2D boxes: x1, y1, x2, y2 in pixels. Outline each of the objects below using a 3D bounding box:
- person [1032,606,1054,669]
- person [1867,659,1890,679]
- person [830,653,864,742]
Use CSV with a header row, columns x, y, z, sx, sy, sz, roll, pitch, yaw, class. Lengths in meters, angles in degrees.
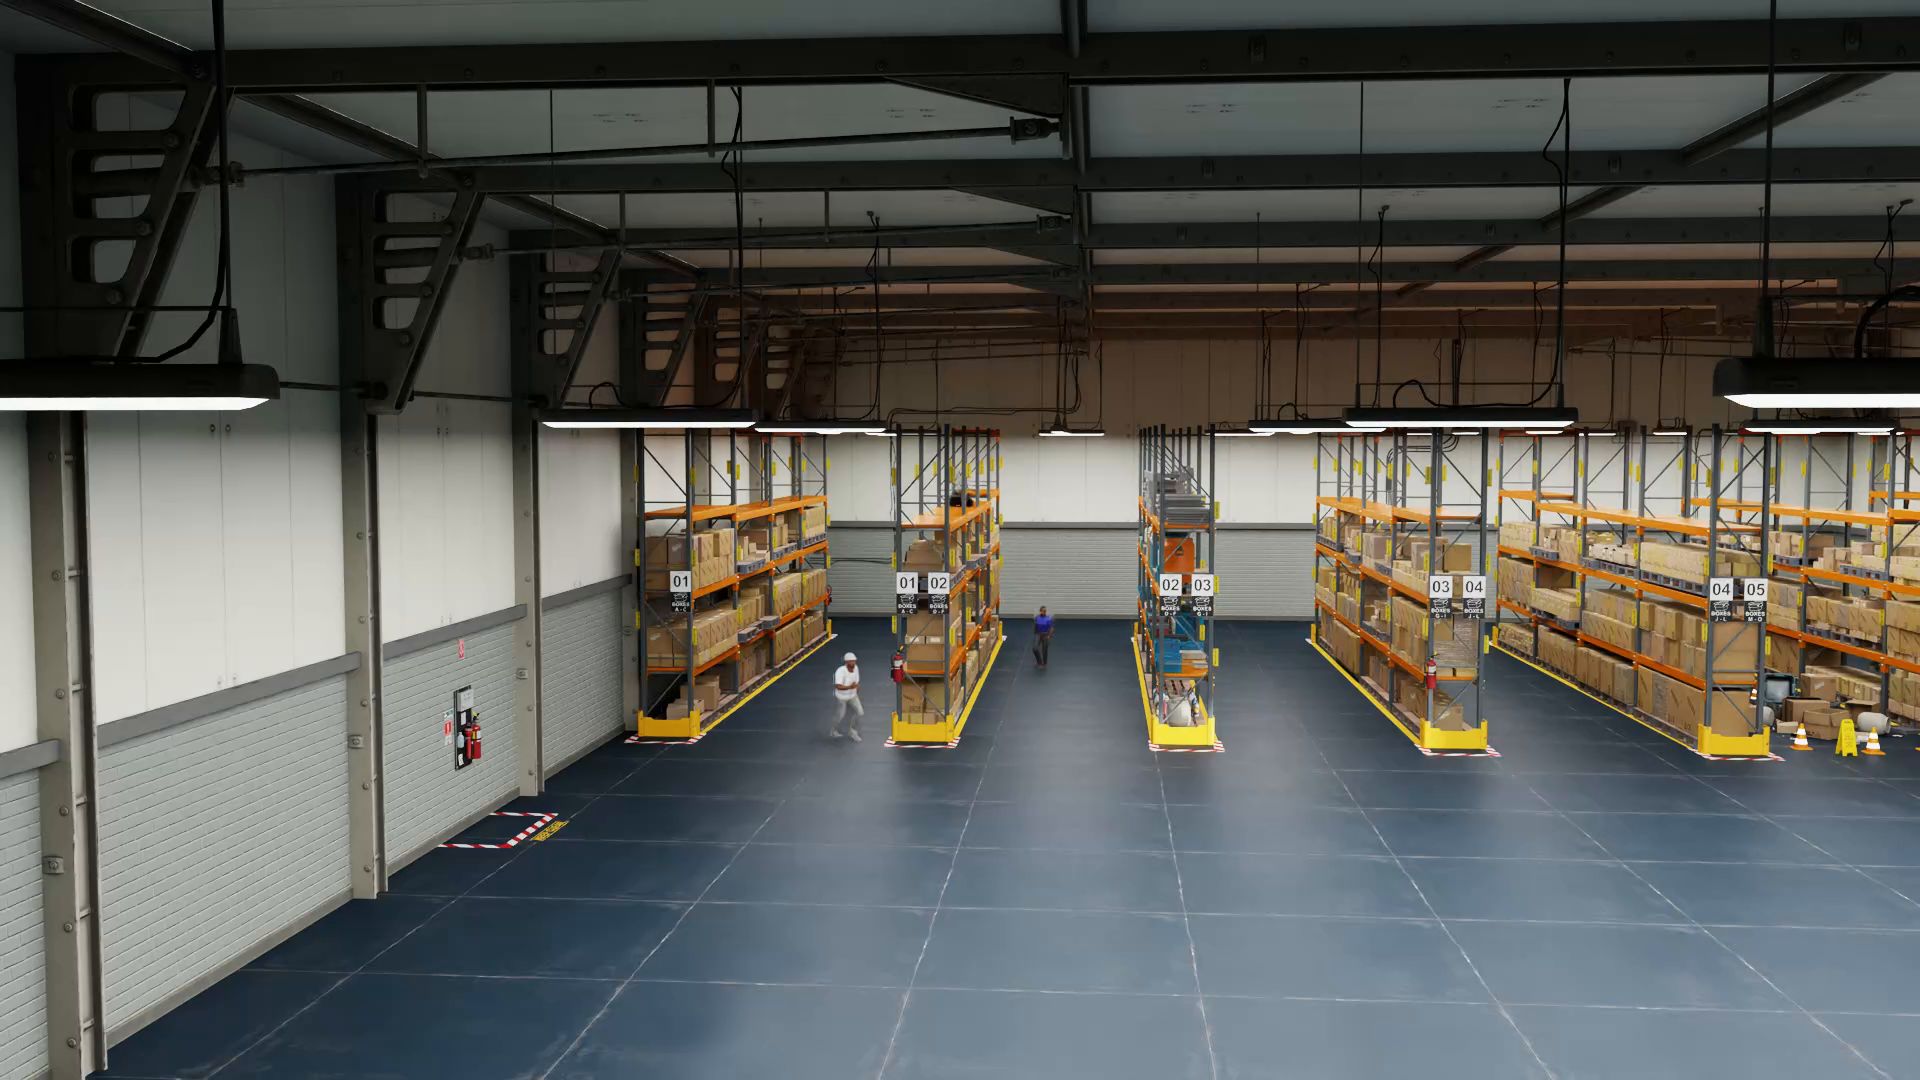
x,y,z,sx,sy,sz,roll,pitch,yaw,class
2.069,2.410,41.224,0.560,1.581,0.739,1,4,15,person
21.264,2.534,38.471,0.657,1.721,0.680,0,3,-3,person
-2.135,2.939,31.329,0.649,1.672,0.945,-3,4,-39,person
